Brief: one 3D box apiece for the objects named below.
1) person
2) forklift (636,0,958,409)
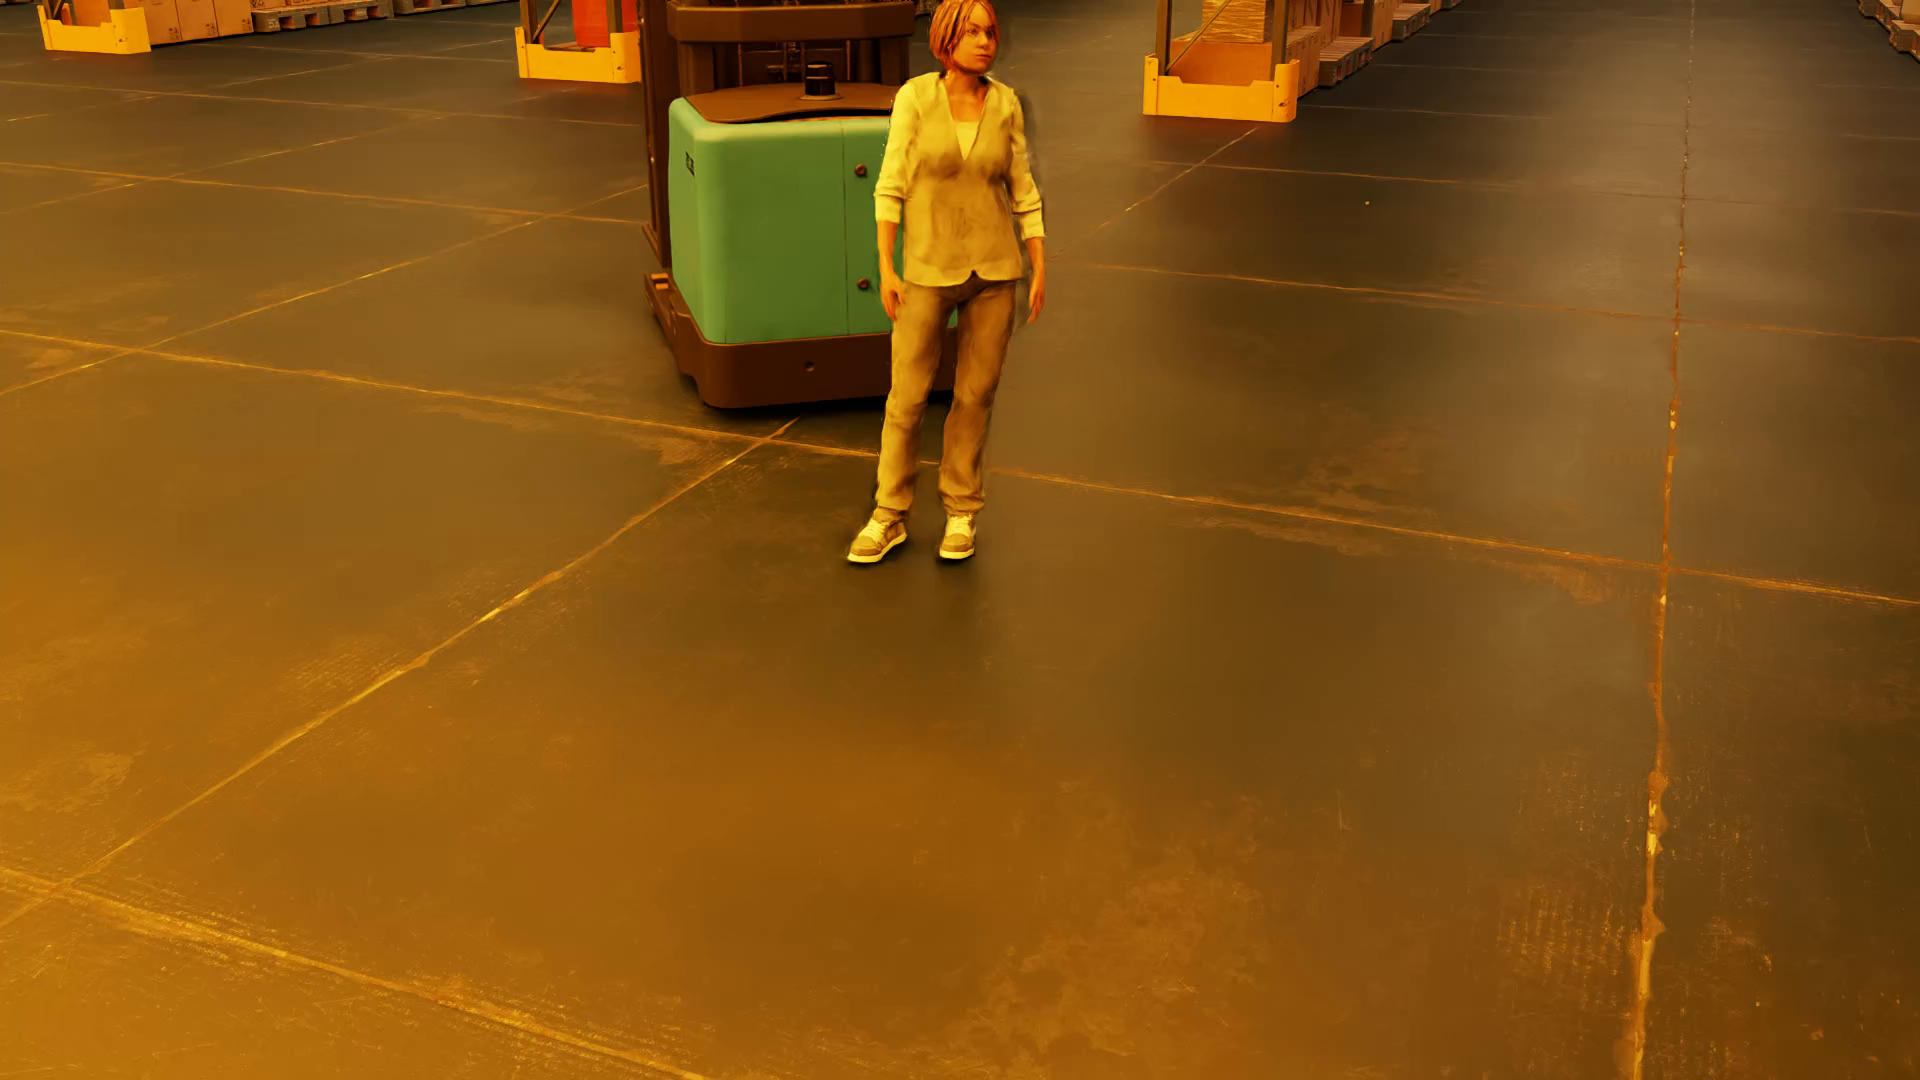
[{"bbox_3d":[-0.052,-0.725,4.753,0.622,1.596,0.355,-6,23,-14],"label":"person"},{"bbox_3d":[-0.819,-2.371,6.964,1.130,2.935,3.031,-6,23,-15],"label":"forklift"}]
